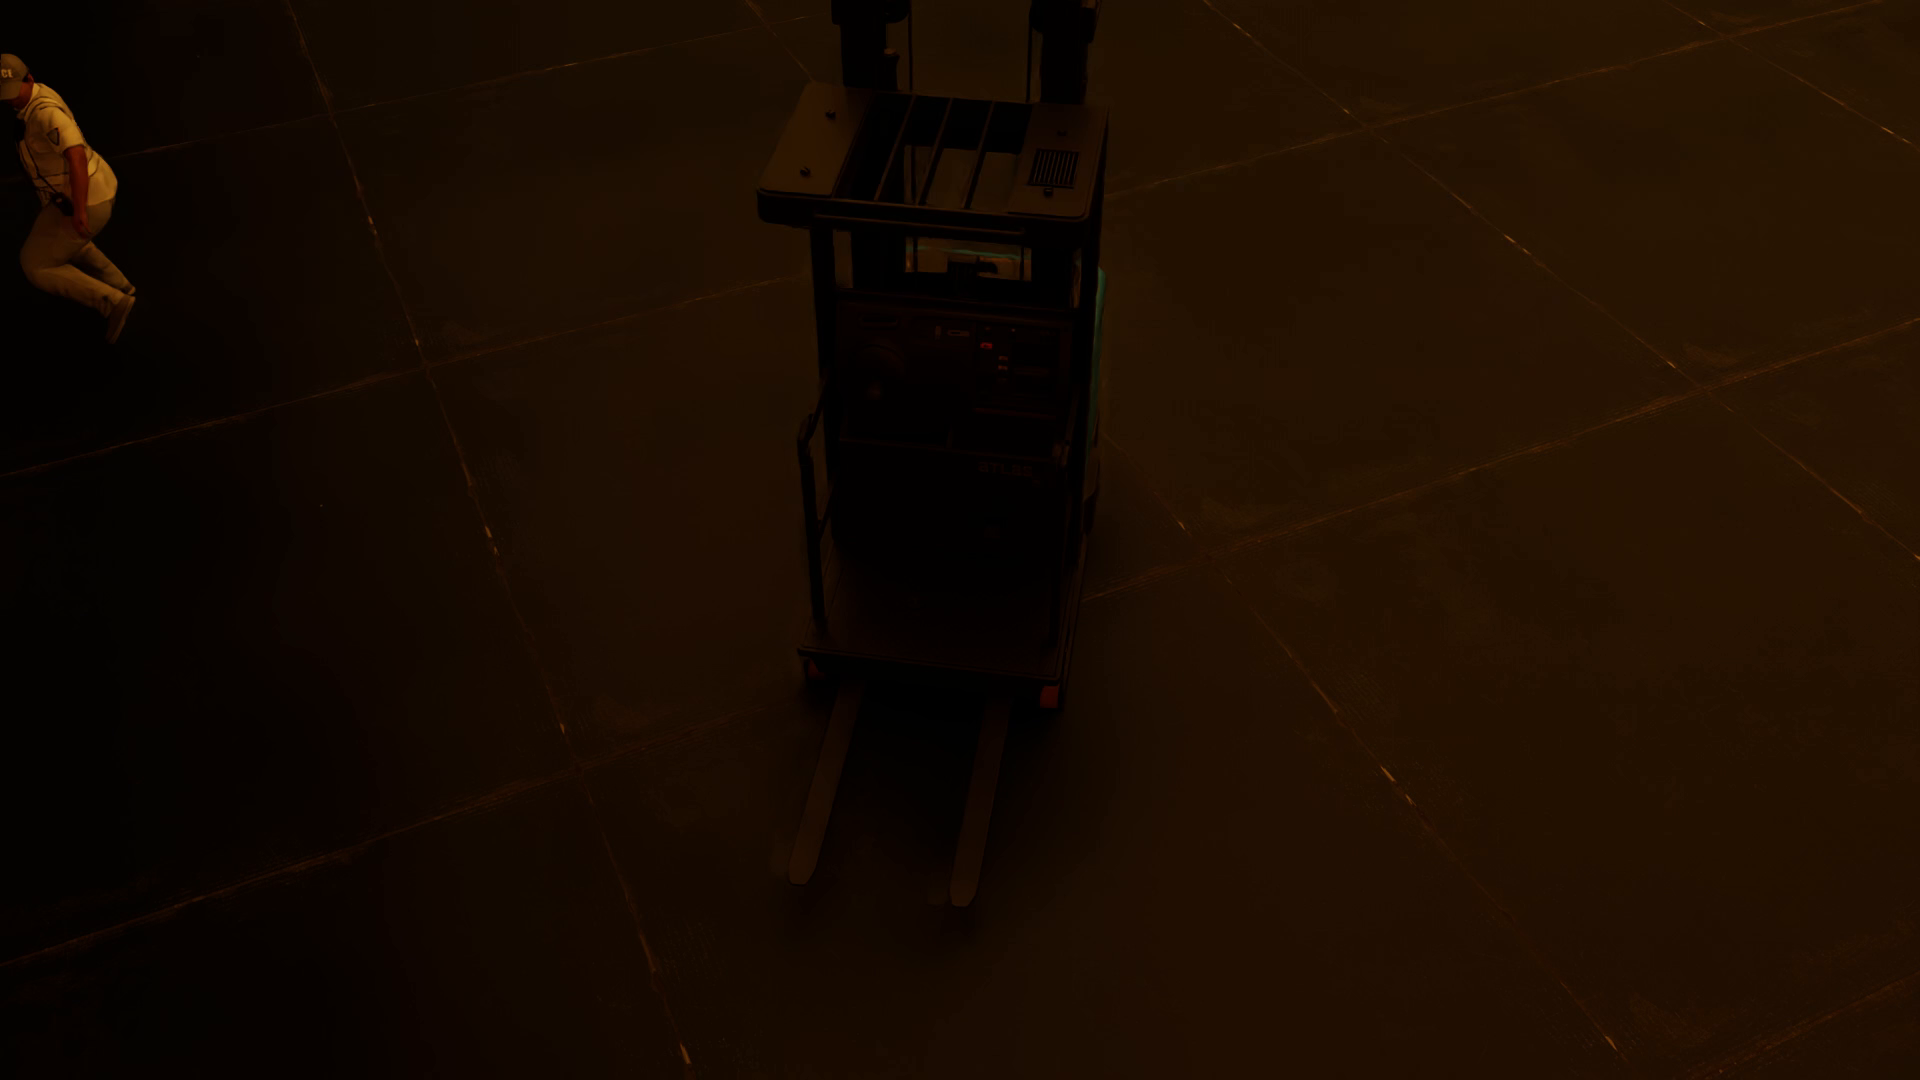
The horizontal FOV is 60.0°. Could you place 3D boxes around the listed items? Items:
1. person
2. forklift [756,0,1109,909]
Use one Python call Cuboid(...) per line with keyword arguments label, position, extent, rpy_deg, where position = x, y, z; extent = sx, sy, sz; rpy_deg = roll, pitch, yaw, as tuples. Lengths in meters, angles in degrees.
Cuboid(label="person", position=(-4.661, -1.791, 8.642), extent=(0.527, 1.554, 0.871), rpy_deg=(-12, 44, -12))
Cuboid(label="forklift", position=(-0.061, -0.622, 6.347), extent=(1.130, 2.935, 3.031), rpy_deg=(6, 43, 7))
